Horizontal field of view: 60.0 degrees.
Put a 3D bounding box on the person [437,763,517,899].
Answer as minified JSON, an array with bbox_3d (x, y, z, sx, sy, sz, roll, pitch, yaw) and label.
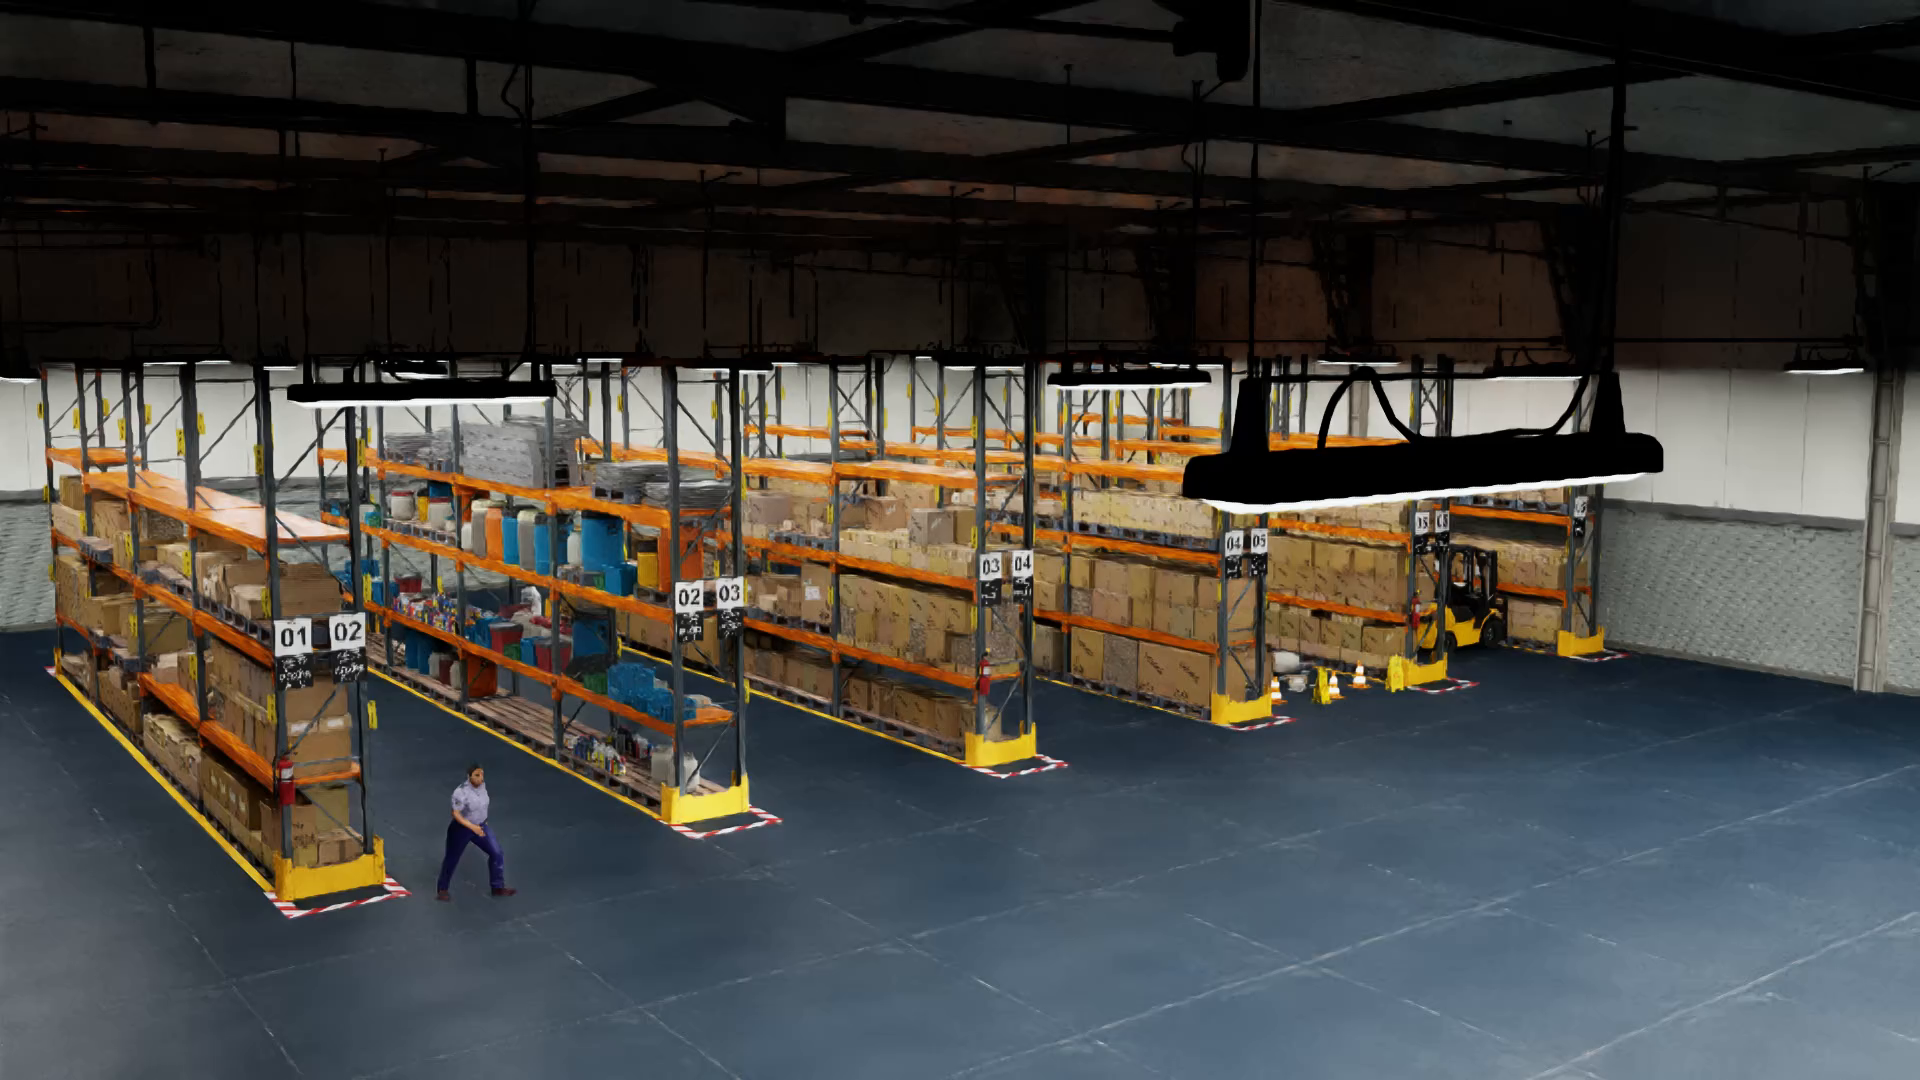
[{"bbox_3d":[-5.558,3.278,18.897,0.811,1.580,0.660,5,8,35],"label":"person"}]

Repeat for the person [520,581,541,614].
[{"bbox_3d":[-8.507,1.515,33.103,0.554,1.684,0.434,4,8,32],"label":"person"}]
